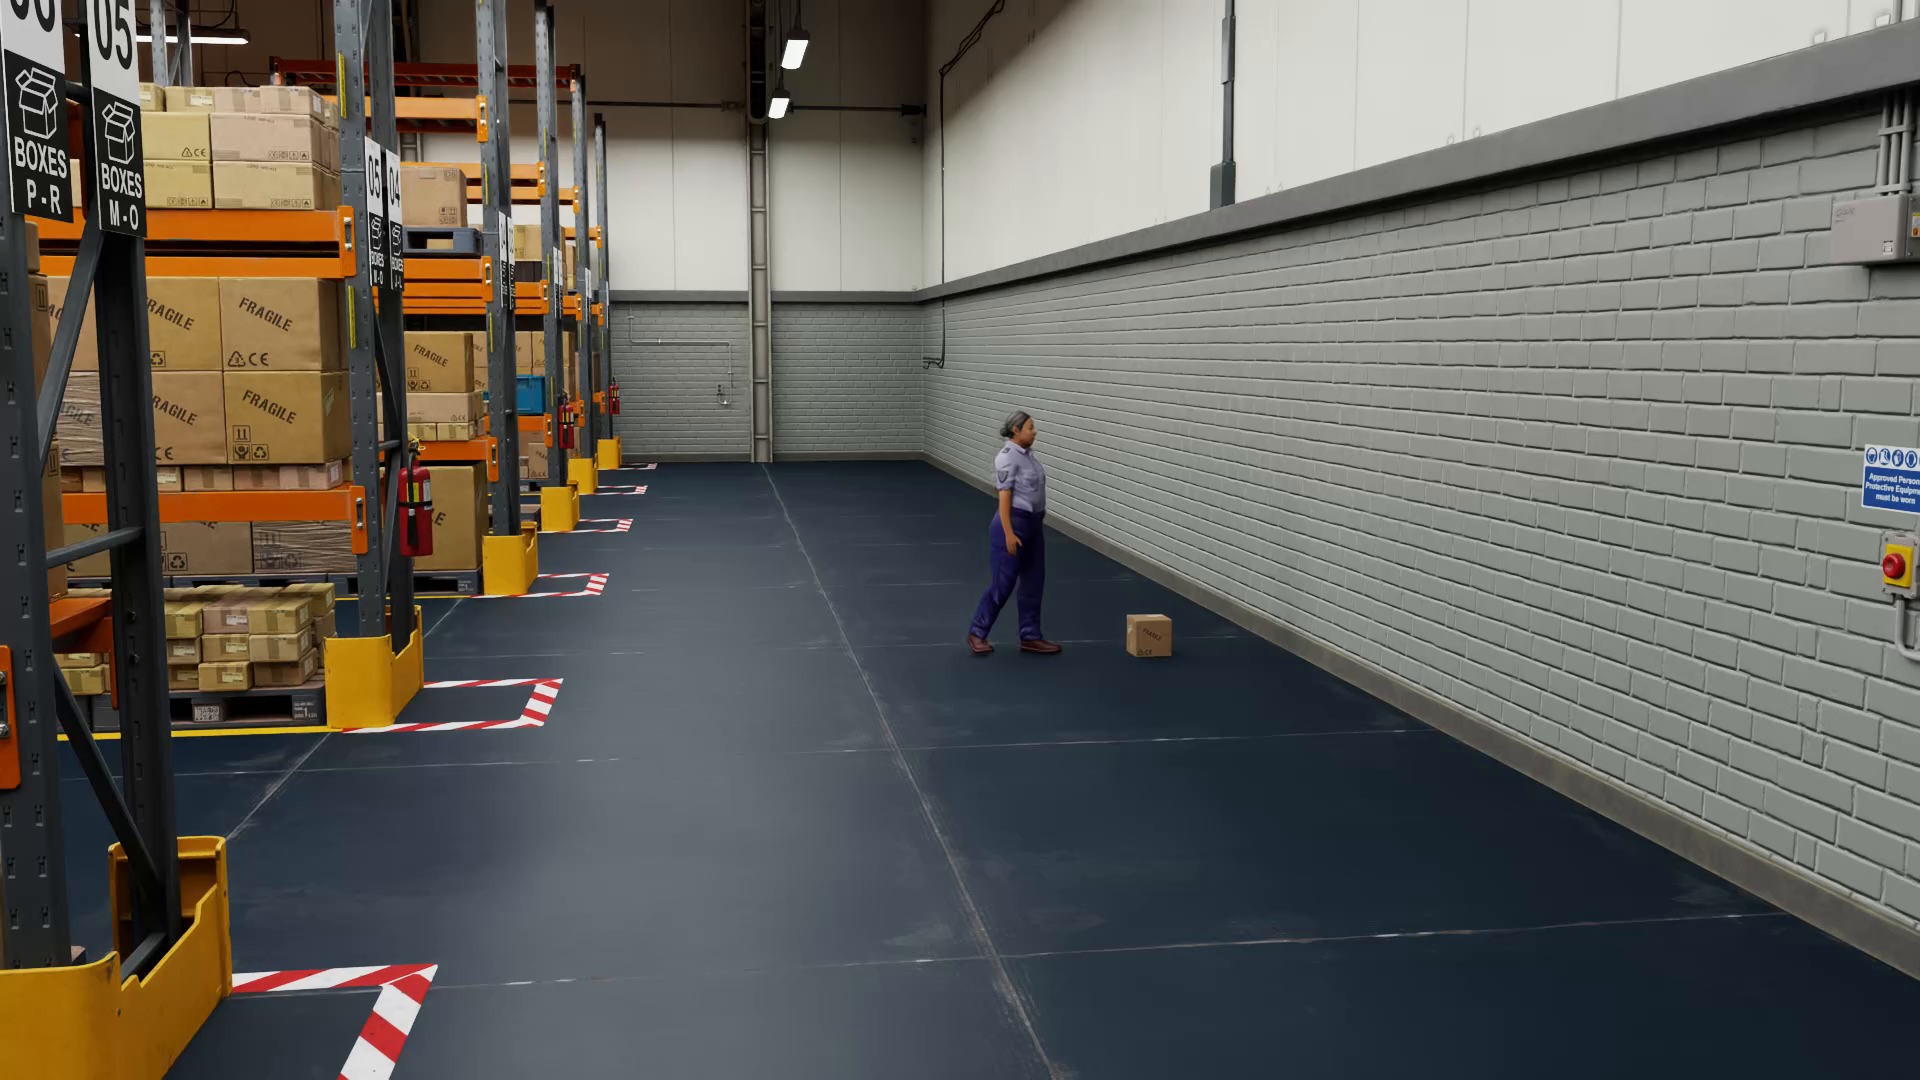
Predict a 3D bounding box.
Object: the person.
[{"bbox_3d":[0.364,-0.052,11.281,0.614,1.647,0.521,3,7,27],"label":"person"}]
